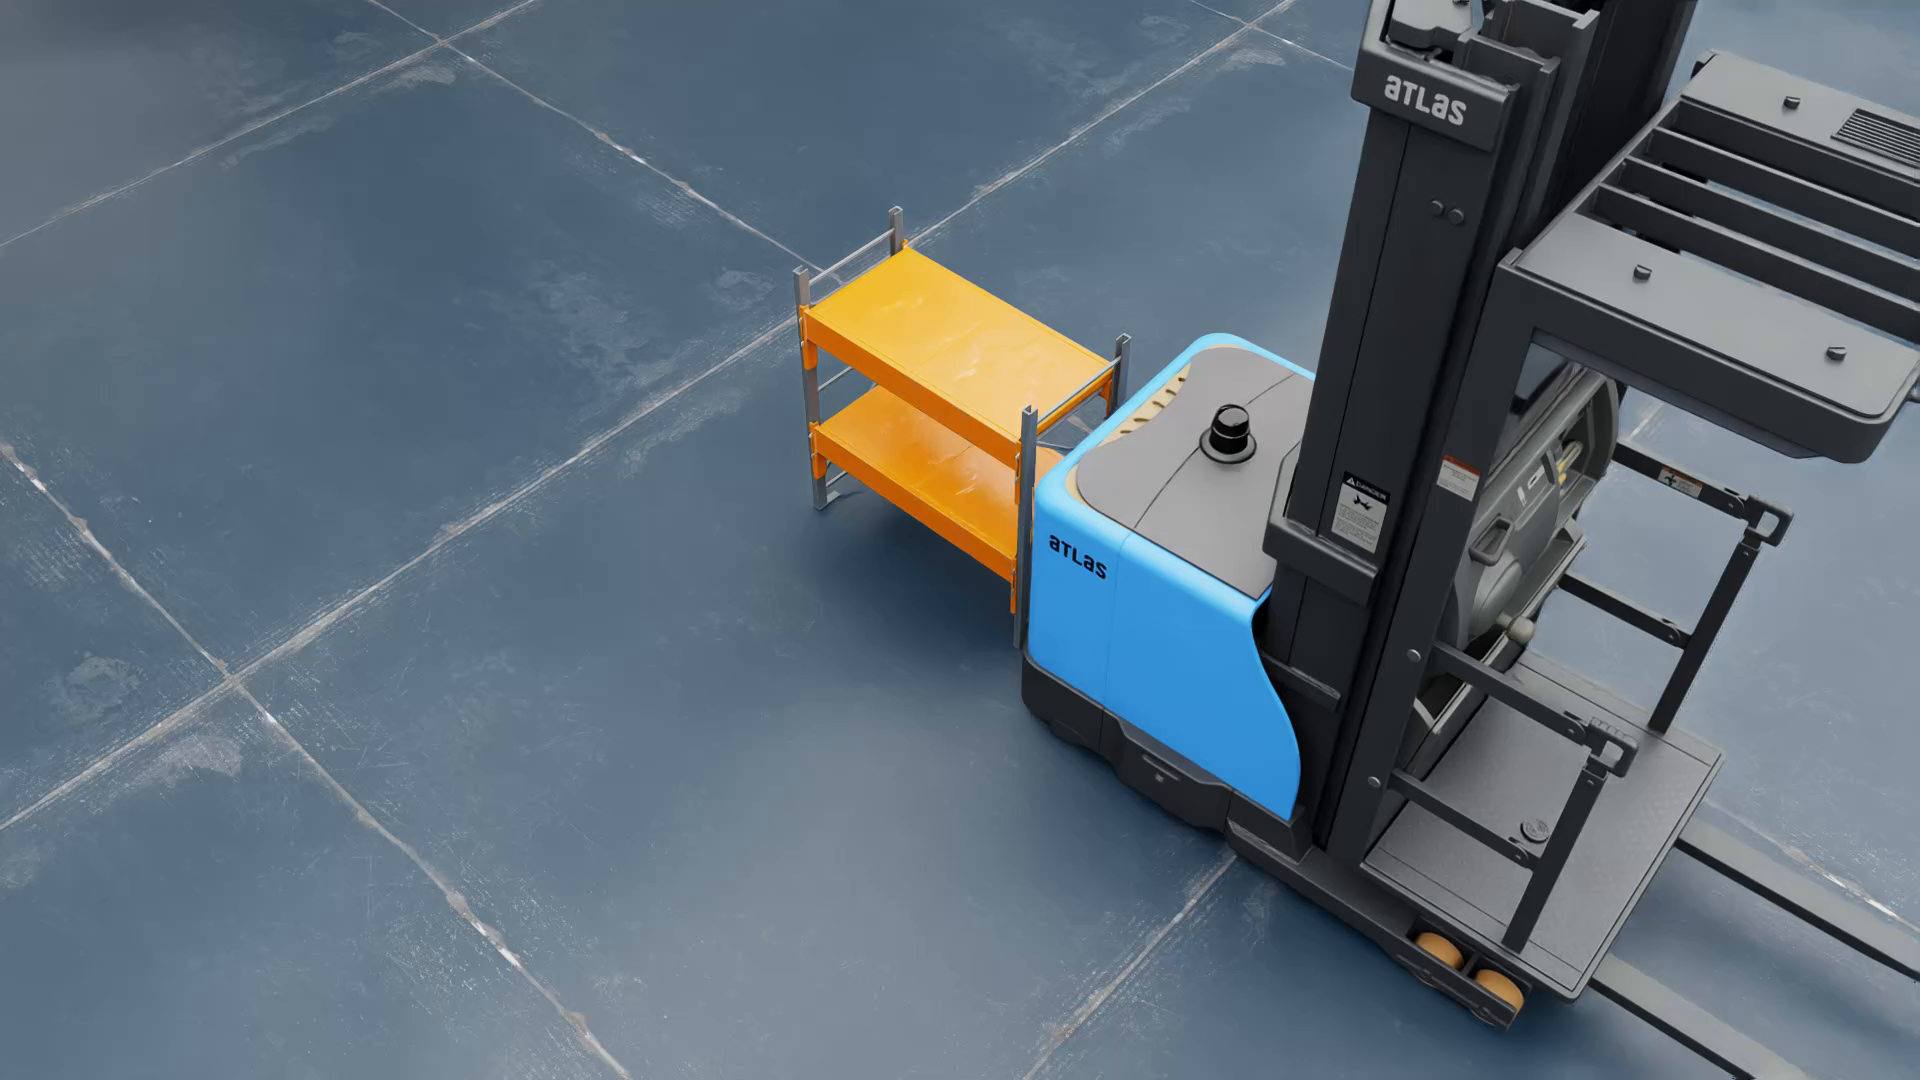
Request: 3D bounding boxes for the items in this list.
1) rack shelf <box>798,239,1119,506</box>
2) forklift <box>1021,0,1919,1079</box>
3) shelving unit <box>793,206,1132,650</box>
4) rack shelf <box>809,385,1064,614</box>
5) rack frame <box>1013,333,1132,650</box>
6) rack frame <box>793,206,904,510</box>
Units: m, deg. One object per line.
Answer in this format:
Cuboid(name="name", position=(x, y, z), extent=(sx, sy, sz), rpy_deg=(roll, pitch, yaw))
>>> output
Cuboid(name="rack shelf", position=(-0.005, -0.589, 5.630), extent=(1.000, 0.278, 0.538), rpy_deg=(34, 55, 28))
Cuboid(name="forklift", position=(1.667, -0.016, 4.255), extent=(3.031, 2.935, 1.130), rpy_deg=(31, 54, 26))
Cuboid(name="shelving unit", position=(-0.005, -0.388, 5.843), extent=(1.048, 1.125, 0.538), rpy_deg=(34, 55, 28))
Cuboid(name="rack shelf", position=(-0.005, -0.221, 6.021), extent=(1.000, 0.278, 0.538), rpy_deg=(34, 55, 28))
Cuboid(name="rack frame", position=(0.369, -0.137, 5.607), extent=(0.032, 1.125, 0.500), rpy_deg=(34, 55, 28))
Cuboid(name="rack frame", position=(-0.379, -0.640, 6.079), extent=(0.032, 1.125, 0.500), rpy_deg=(34, 55, 28))
